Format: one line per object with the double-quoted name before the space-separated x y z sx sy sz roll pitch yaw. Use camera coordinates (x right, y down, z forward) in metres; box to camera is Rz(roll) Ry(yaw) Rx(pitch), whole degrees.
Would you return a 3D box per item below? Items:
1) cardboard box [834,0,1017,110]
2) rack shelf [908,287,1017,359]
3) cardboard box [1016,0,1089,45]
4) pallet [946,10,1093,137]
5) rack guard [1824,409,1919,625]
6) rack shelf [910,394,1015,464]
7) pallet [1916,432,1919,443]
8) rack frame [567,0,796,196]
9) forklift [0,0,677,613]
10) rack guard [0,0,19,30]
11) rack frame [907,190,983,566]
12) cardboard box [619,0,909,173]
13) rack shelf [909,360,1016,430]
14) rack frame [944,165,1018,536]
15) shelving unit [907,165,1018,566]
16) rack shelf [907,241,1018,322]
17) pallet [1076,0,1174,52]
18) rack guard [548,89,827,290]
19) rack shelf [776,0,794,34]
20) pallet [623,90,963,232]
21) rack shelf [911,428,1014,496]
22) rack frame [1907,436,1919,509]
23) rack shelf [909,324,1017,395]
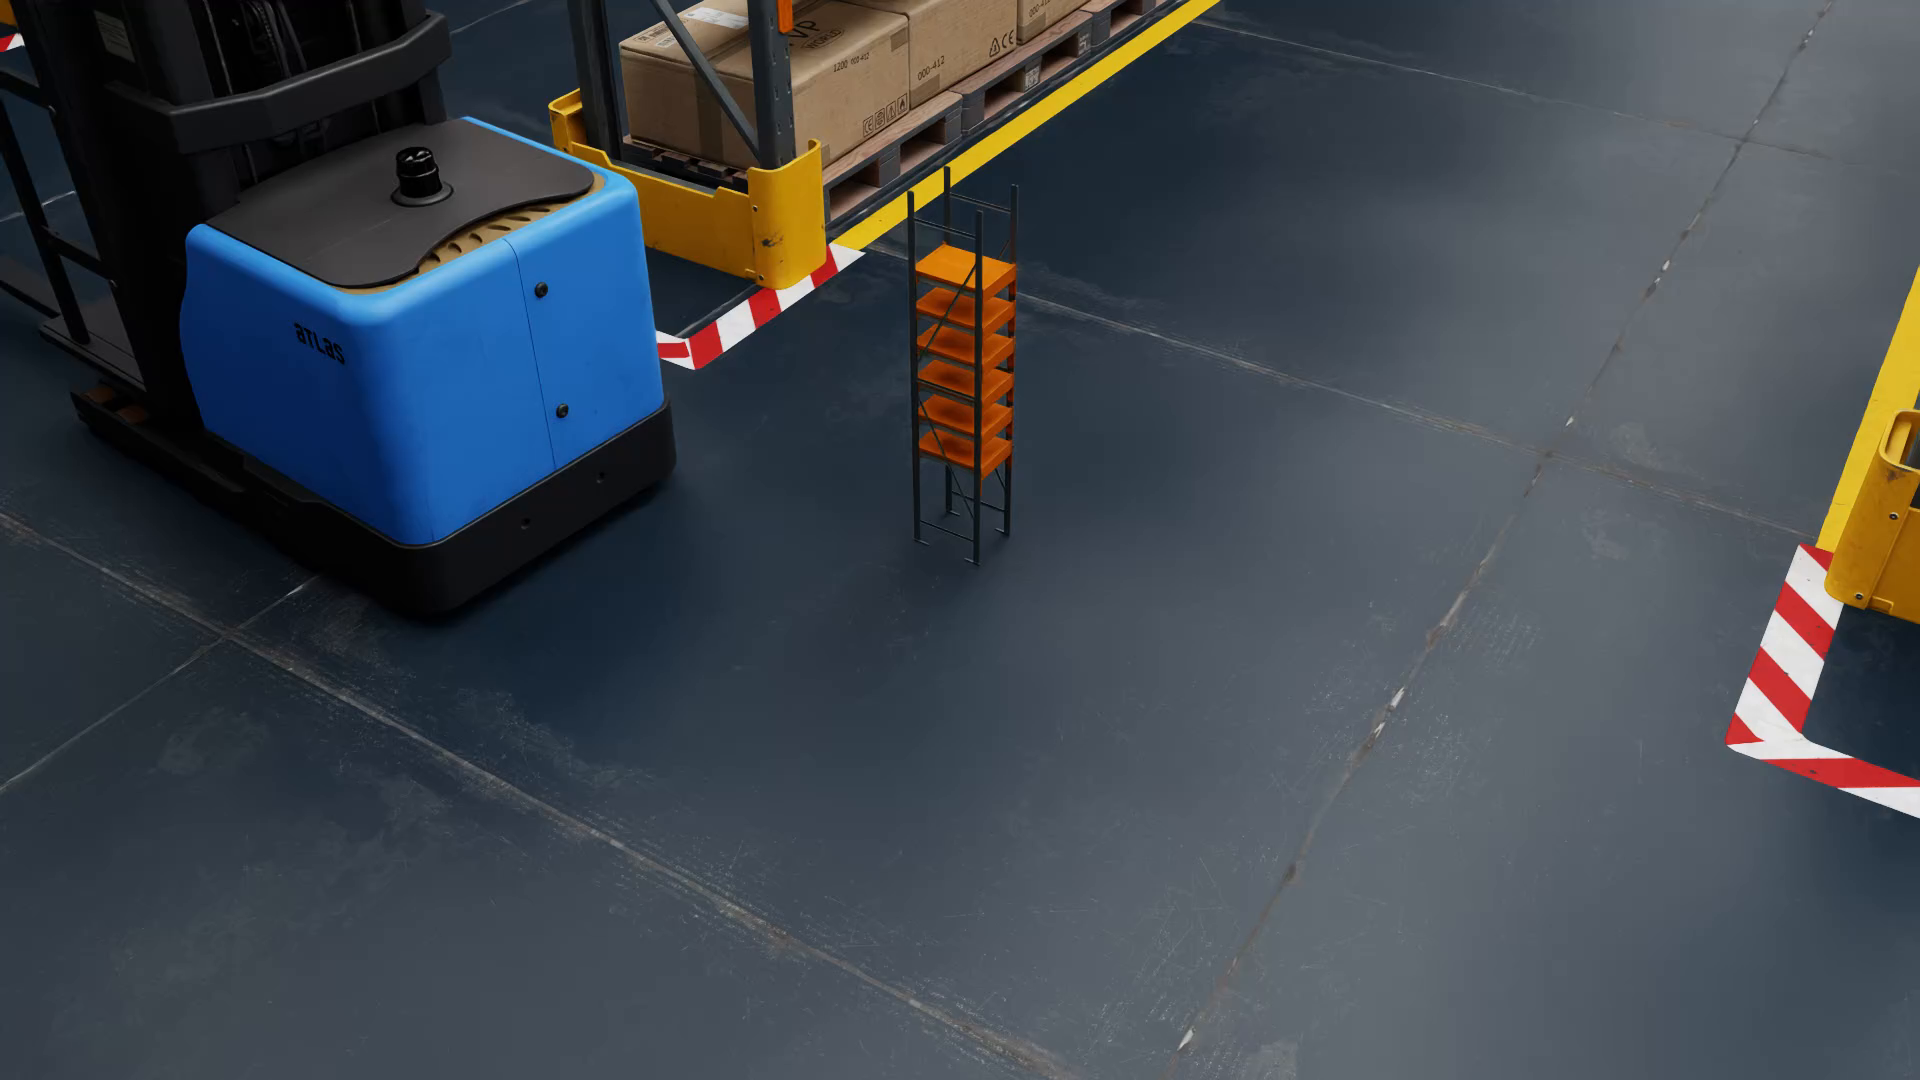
"cardboard box" -0.333 -2.444 7.718 0.875 0.438 0.875 22 43 26
"rack shelf" 0.008 -0.638 4.774 0.258 0.103 0.180 21 42 25
"cardboard box" 0.151 -2.909 8.321 0.875 0.438 0.875 20 42 24
"pallet" -0.069 -2.405 8.197 1.003 0.211 1.213 21 42 25
"rack guard" 3.189 0.073 4.746 1.175 0.500 0.348 21 42 25
"rack shelf" 0.008 -0.352 4.994 0.258 0.103 0.180 21 42 25
"pallet" 3.654 -0.220 5.363 1.003 0.211 1.213 21 42 25
"rack frame" -1.086 -2.445 5.965 1.000 3.000 0.127 21 42 25
"forklift" -2.407 -1.682 5.031 3.031 2.935 1.130 25 44 29
"rack guard" -5.238 -3.116 8.883 1.175 0.500 0.348 21 42 25
"rack frame" -0.041 -0.435 4.832 0.240 1.200 0.006 21 42 25
"cardboard box" -0.816 -1.970 7.103 0.875 0.438 0.875 20 42 24
"rack shelf" 0.008 -0.447 4.920 0.258 0.103 0.180 21 42 25
"rack frame" 0.057 -0.530 4.955 0.240 1.200 0.006 21 42 25
"shelving unit" 0.008 -0.483 4.893 0.258 1.200 0.189 21 42 25
"rack shelf" 0.008 -0.733 4.701 0.258 0.103 0.180 21 42 25
"pallet" 0.584 -3.036 9.016 1.003 0.211 1.213 21 42 25
"rack guard" -1.098 -1.443 6.712 1.175 0.500 0.348 21 42 25
"rack shelf" -0.014 -3.191 7.522 1.077 0.370 4.000 21 42 25
"pallet" -0.723 -1.779 7.384 1.003 0.211 1.213 21 42 25
"rack shelf" 0.008 -0.257 5.067 0.258 0.103 0.180 21 42 25
"rack frame" 3.148 -0.878 3.932 1.000 3.000 0.127 21 42 25
"rack shelf" 0.008 -0.543 4.847 0.258 0.103 0.180 21 42 25
